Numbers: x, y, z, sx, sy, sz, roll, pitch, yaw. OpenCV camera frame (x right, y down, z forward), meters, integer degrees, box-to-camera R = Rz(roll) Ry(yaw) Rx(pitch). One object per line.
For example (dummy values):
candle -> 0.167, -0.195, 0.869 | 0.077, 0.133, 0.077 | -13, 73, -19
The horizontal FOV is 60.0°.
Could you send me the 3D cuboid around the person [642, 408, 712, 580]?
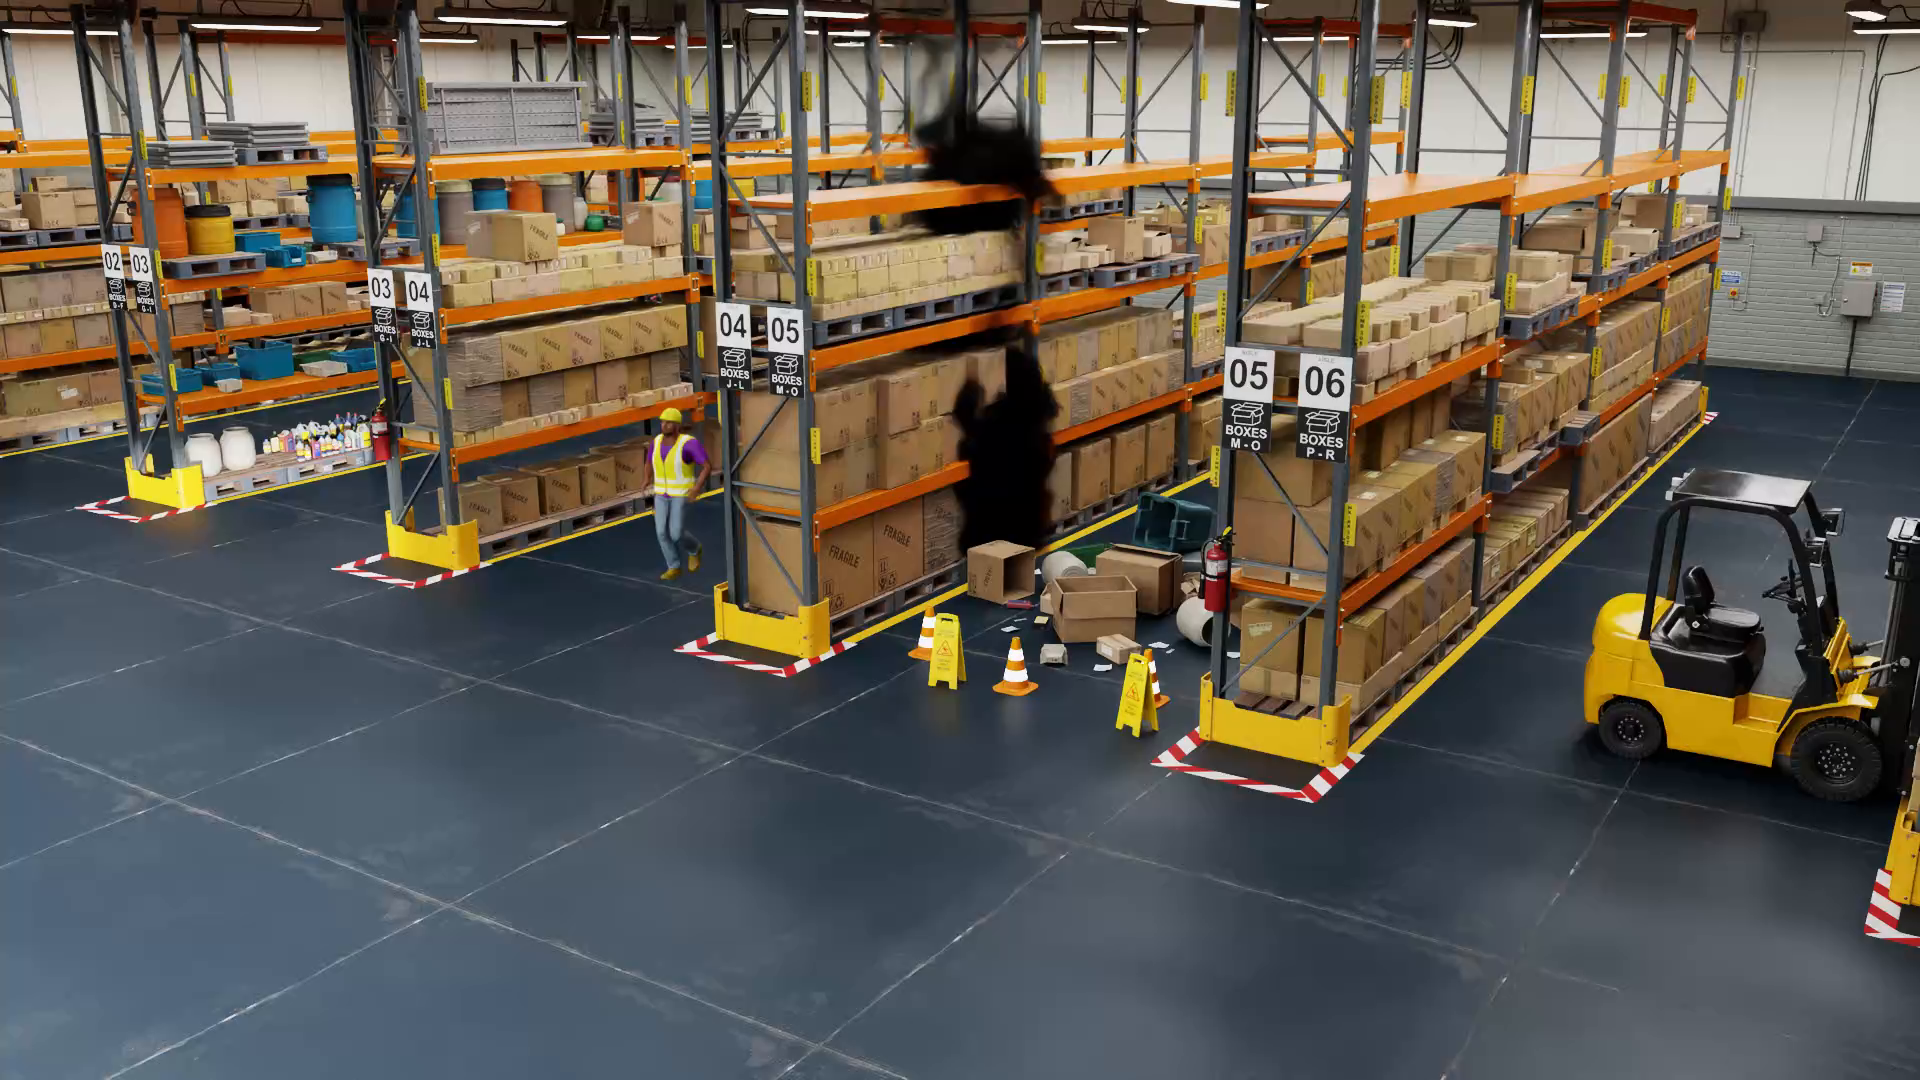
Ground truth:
person -> -2.833, -0.471, 16.606 | 0.749, 1.735, 0.555 | 6, 17, 22
